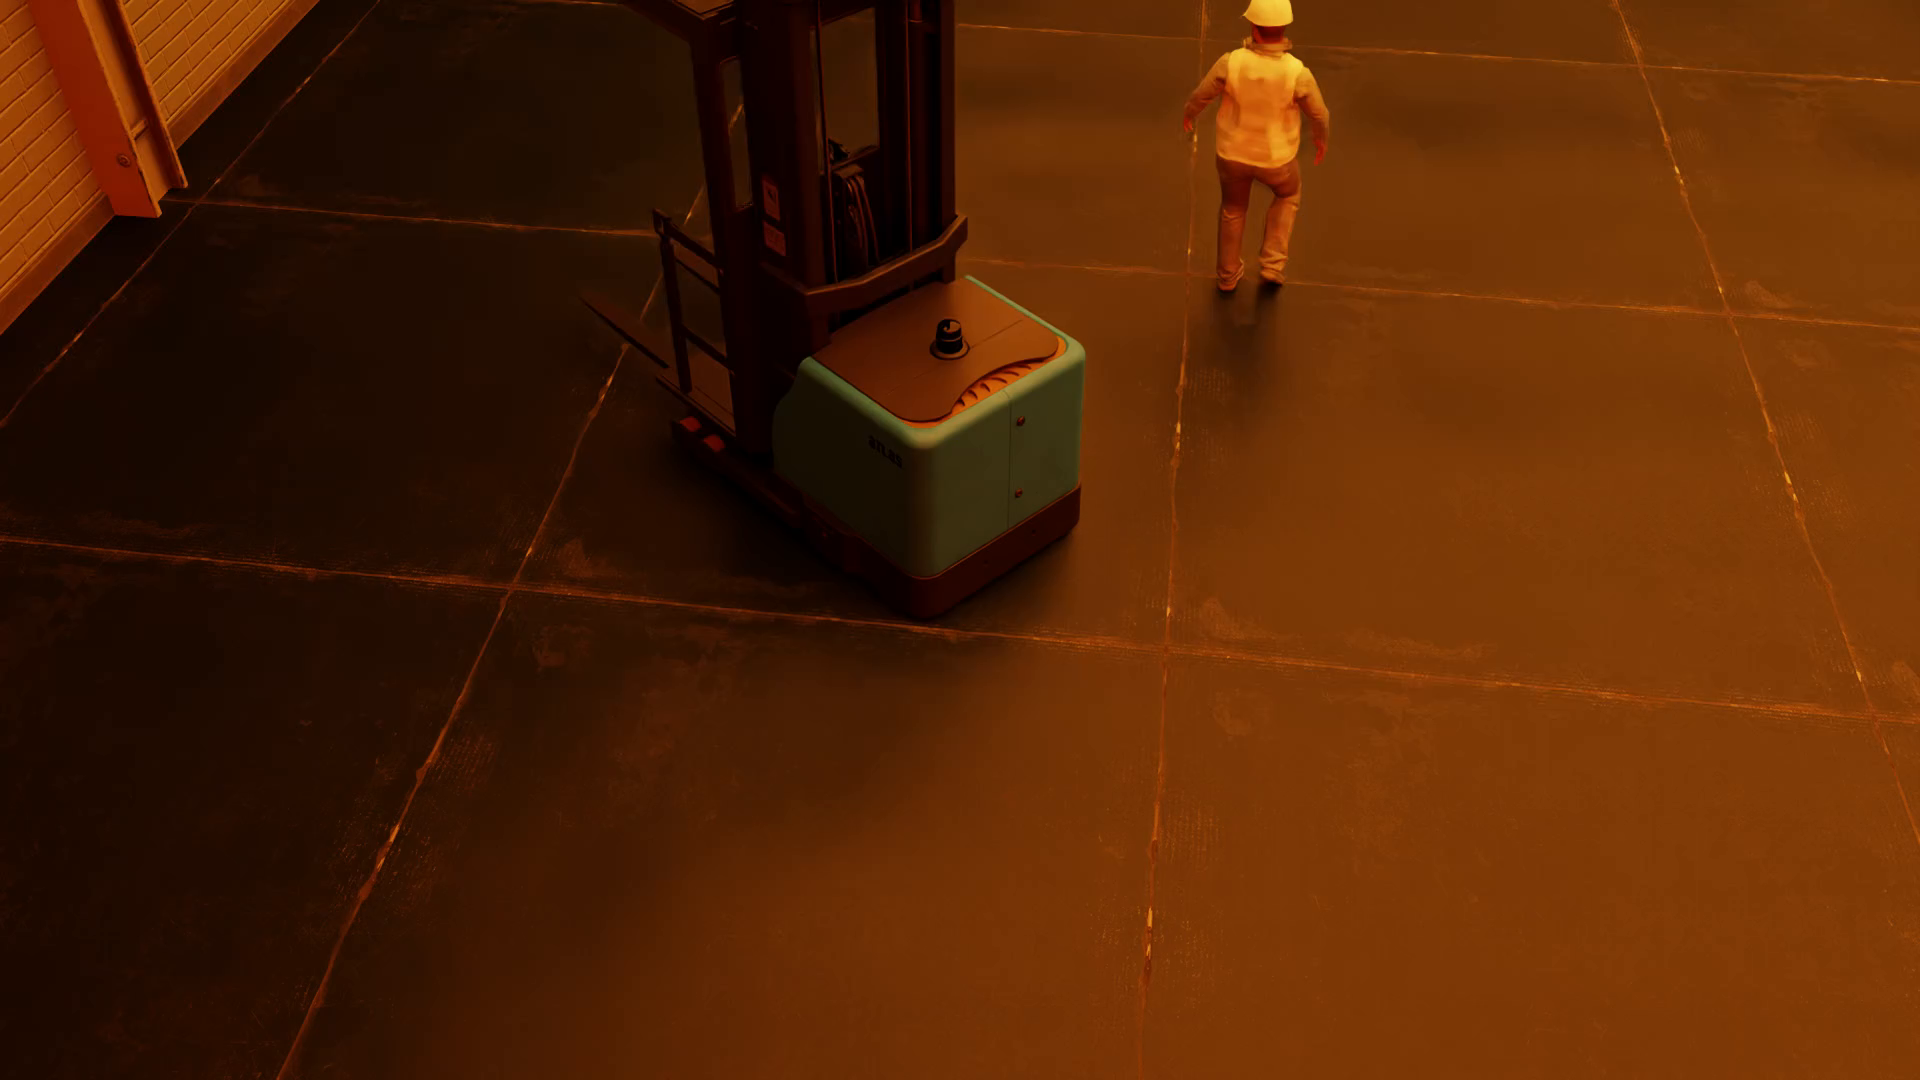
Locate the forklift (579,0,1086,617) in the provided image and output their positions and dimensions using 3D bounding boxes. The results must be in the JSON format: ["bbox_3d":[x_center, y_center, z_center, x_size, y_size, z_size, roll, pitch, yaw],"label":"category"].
[{"bbox_3d":[-0.799,-1.646,7.516,1.130,2.935,3.031,-32,51,-30],"label":"forklift"}]

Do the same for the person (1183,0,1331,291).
[{"bbox_3d":[1.565,-2.124,8.932,0.805,1.767,0.498,16,45,17],"label":"person"}]
